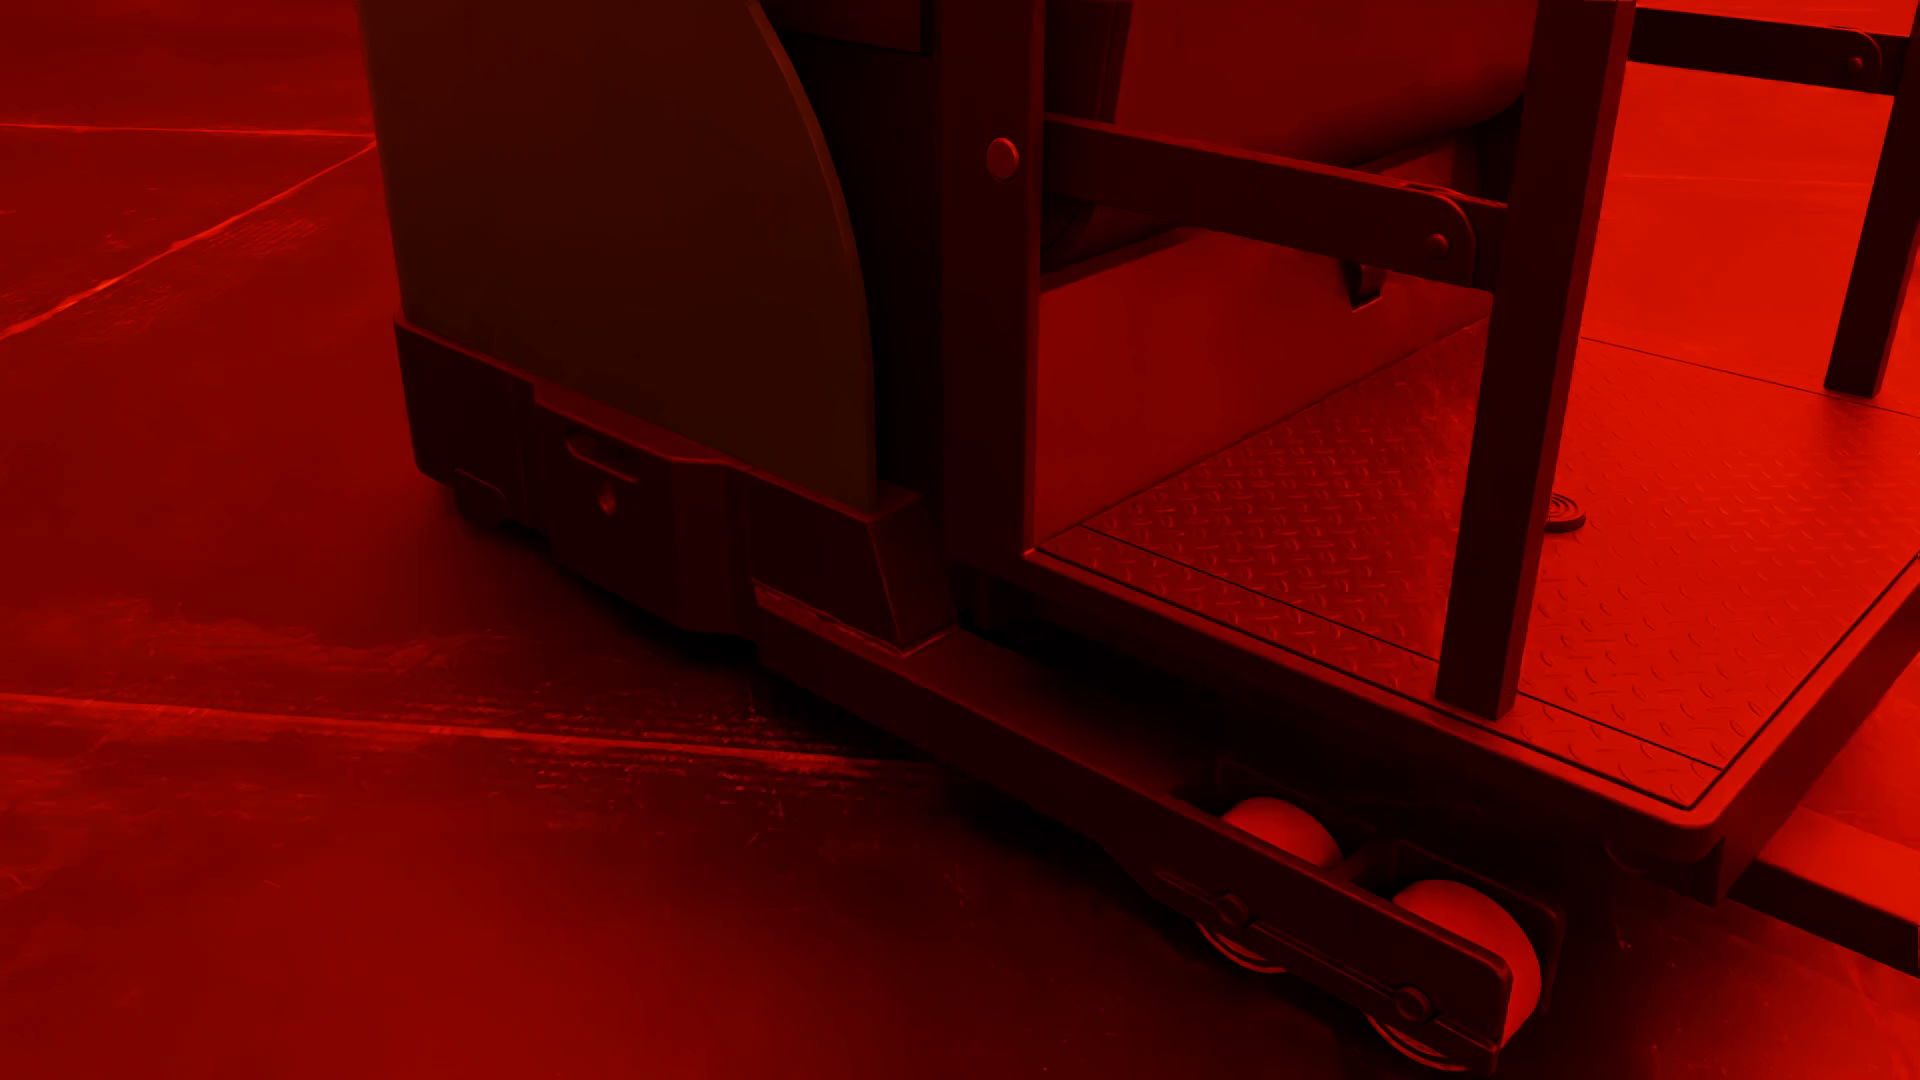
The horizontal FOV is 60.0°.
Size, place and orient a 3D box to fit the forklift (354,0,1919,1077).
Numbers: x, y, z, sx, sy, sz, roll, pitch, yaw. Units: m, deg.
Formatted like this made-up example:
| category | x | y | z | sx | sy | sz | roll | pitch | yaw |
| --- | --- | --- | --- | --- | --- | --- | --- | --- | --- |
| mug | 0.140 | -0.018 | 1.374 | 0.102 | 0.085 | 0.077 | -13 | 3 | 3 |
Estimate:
| category | x | y | z | sx | sy | sz | roll | pitch | yaw |
| --- | --- | --- | --- | --- | --- | --- | --- | --- | --- |
| forklift | 0.576 | -1.092 | 1.405 | 3.031 | 2.935 | 1.130 | 22 | 34 | 37 |
